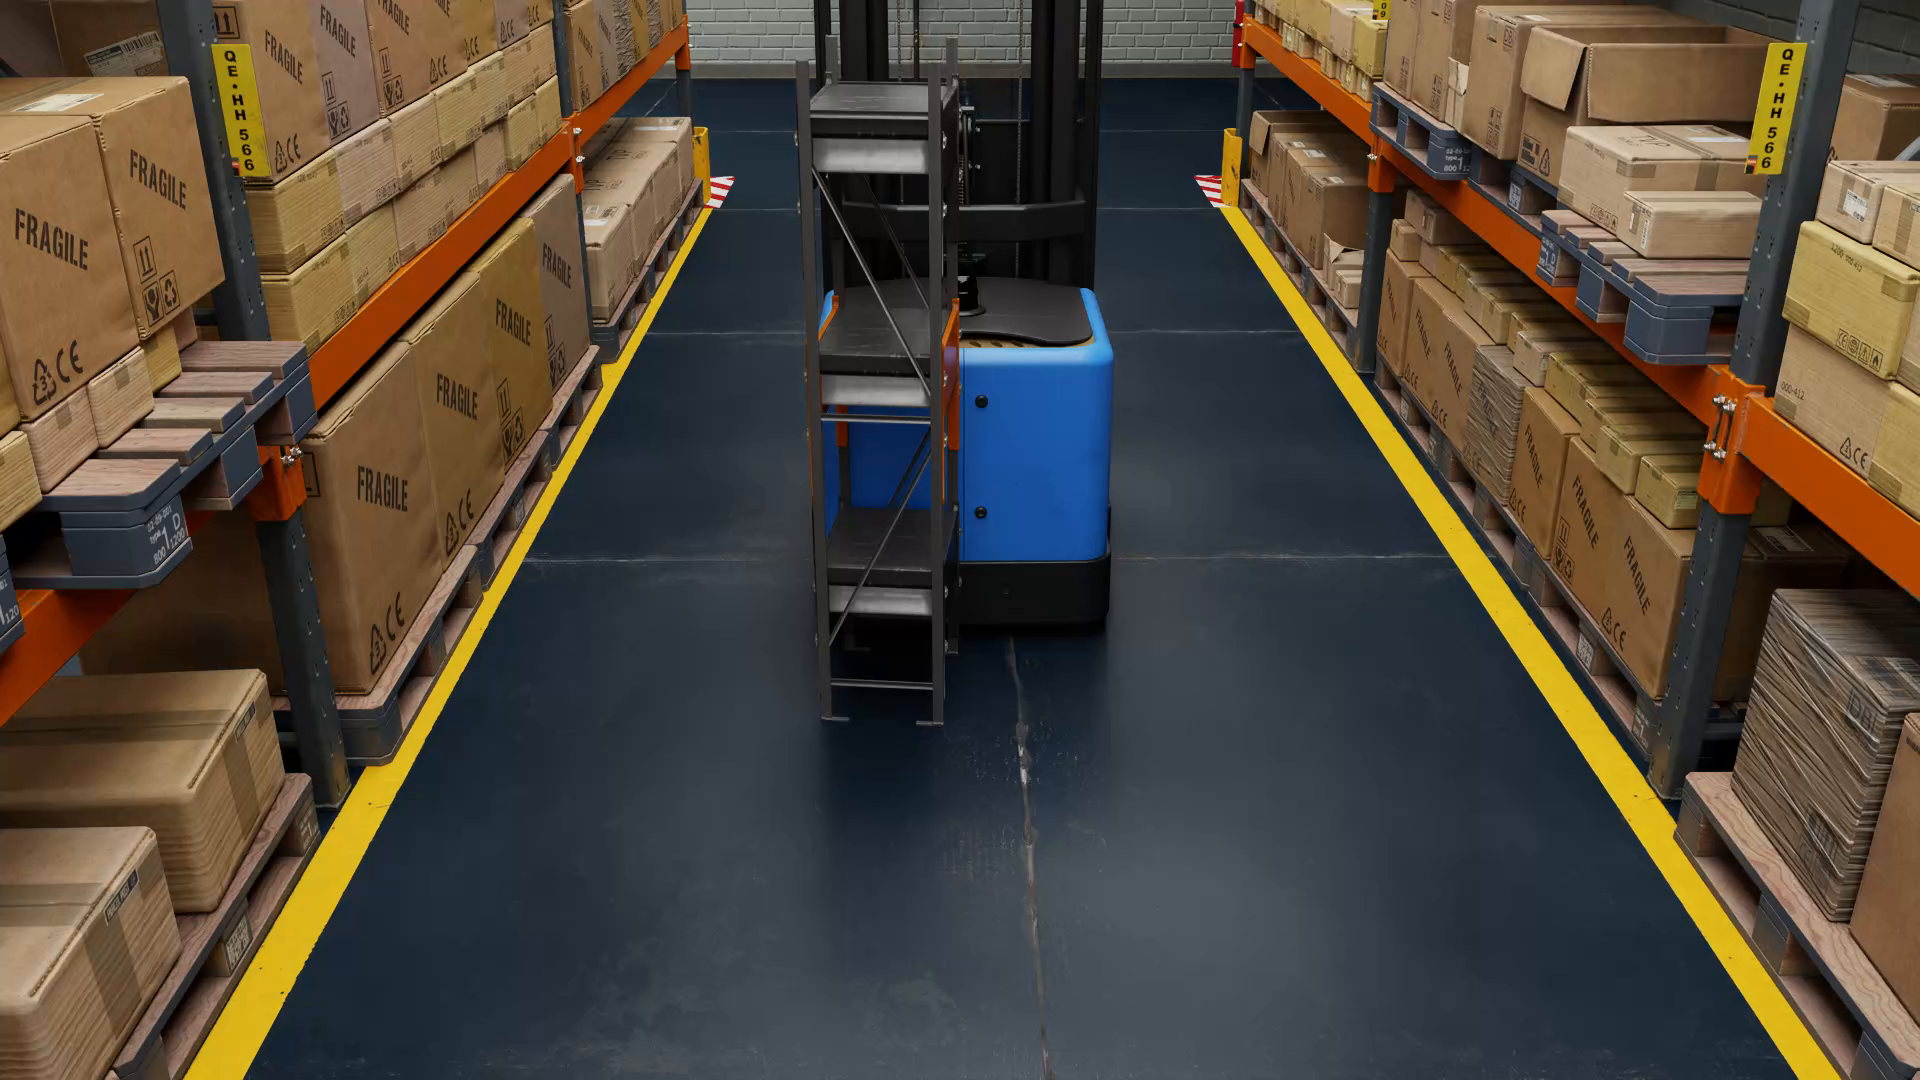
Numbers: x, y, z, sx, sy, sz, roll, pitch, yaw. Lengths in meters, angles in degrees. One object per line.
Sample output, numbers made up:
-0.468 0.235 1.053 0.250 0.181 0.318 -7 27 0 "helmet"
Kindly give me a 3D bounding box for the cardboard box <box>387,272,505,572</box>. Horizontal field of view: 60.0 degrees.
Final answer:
-2.284 -0.456 6.187 0.875 0.875 0.875 0 24 0 "cardboard box"

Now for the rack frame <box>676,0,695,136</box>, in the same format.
-2.441 -3.877 11.682 1.000 3.000 0.127 0 24 -1 "rack frame"

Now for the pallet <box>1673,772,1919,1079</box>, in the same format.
2.580 1.006 4.270 1.003 0.211 1.213 0 24 -1 "pallet"

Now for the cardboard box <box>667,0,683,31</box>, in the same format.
-2.171 -3.725 11.224 0.500 0.500 0.500 0 24 0 "cardboard box"

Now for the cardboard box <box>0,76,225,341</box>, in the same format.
-2.071 -0.767 3.813 0.500 0.500 0.500 -1 24 -2 "cardboard box"

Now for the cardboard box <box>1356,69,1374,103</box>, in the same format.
2.286 -2.375 8.667 0.380 0.149 0.250 0 24 1 "cardboard box"

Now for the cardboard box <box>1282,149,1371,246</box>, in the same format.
2.311 -2.130 10.343 0.500 0.500 0.500 0 24 0 "cardboard box"

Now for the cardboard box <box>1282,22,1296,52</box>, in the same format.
2.216 -3.118 10.310 0.380 0.149 0.250 -1 24 -2 "cardboard box"

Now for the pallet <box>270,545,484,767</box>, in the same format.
-2.287 0.365 5.687 1.003 0.211 1.213 0 24 -1 "pallet"

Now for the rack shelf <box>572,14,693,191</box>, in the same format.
-2.419 -2.725 10.008 1.077 0.370 4.000 0 24 -1 "rack shelf"

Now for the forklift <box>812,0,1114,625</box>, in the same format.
-0.010 -1.595 6.720 1.130 2.935 3.031 0 24 -1 "forklift"

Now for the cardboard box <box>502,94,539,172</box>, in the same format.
-2.136 -1.767 7.198 0.500 0.250 0.500 -1 24 -1 "cardboard box"

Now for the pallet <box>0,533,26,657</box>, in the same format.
-2.291 0.323 2.629 1.003 0.211 1.213 0 24 -1 "pallet"

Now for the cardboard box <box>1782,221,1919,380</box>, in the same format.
2.345 -0.580 3.967 0.500 0.250 0.500 0 24 -1 "cardboard box"

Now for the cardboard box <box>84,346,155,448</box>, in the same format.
-1.992 -0.309 3.589 0.380 0.149 0.250 0 24 -1 "cardboard box"

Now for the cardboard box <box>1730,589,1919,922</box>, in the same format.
2.603 0.544 4.280 0.875 0.625 0.625 1 24 1 "cardboard box"

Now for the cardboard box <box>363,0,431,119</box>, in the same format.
-2.120 -1.703 5.542 0.500 0.500 0.500 0 24 1 "cardboard box"

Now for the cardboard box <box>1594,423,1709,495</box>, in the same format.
2.317 -0.267 5.437 0.380 0.149 0.250 -1 24 -3 "cardboard box"

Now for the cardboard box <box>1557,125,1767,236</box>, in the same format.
2.275 -1.160 5.348 0.500 0.250 0.500 -1 24 -3 "cardboard box"

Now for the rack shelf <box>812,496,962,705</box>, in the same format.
-0.230 0.191 5.510 0.431 0.518 0.480 2 24 5 "rack shelf"

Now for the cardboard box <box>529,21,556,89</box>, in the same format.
-2.149 -2.207 7.566 0.500 0.250 0.500 0 24 -1 "cardboard box"

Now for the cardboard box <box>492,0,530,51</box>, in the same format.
-2.128 -2.334 6.935 0.500 0.500 0.500 0 24 0 "cardboard box"

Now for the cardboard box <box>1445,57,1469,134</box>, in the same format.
2.198 -1.808 6.762 0.396 0.266 0.258 1 24 2 "cardboard box"

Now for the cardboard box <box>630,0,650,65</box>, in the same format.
-2.146 -3.093 9.828 0.500 0.500 0.500 0 24 1 "cardboard box"

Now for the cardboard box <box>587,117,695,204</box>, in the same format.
-2.334 -2.629 11.523 0.875 0.438 0.875 -1 24 -2 "cardboard box"

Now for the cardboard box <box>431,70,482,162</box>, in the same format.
-2.102 -1.577 6.172 0.500 0.250 0.500 0 24 0 "cardboard box"

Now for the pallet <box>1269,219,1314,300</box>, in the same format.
2.543 -1.769 10.405 1.003 0.211 1.213 0 24 -1 "pallet"

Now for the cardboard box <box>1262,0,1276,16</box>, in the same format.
2.264 -3.572 10.829 0.500 0.250 0.500 0 24 0 "cardboard box"

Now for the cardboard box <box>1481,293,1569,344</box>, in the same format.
2.381 -0.914 6.867 0.380 0.149 0.250 1 24 1 "cardboard box"

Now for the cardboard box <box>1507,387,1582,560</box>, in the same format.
2.387 -0.252 6.190 0.500 0.500 0.500 1 24 2 "cardboard box"

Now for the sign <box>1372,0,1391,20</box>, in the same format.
2.024 -2.641 7.899 0.100 0.325 0.005 0 24 -1 "sign"

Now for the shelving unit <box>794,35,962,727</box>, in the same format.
-0.230 -0.459 5.216 0.431 2.100 0.503 2 24 5 "shelving unit"

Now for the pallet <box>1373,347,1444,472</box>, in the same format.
2.613 -0.647 7.924 1.003 0.211 1.213 0 24 -1 "pallet"

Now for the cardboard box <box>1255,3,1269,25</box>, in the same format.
2.252 -3.650 11.484 0.380 0.149 0.250 0 24 -1 "cardboard box"

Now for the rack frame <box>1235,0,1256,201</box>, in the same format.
2.523 -3.901 11.735 1.000 3.000 0.127 0 24 -1 "rack frame"

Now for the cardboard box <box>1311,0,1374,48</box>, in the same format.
2.304 -2.940 9.432 0.500 0.250 0.500 0 24 -1 "cardboard box"

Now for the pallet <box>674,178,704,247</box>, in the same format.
-2.354 -2.277 11.529 1.003 0.211 1.213 0 24 -1 "pallet"

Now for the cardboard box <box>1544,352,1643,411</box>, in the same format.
2.398 -0.587 6.145 0.380 0.149 0.250 -1 24 -1 "cardboard box"

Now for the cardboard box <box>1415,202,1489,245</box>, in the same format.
2.355 -1.480 7.758 0.380 0.149 0.250 -1 24 -3 "cardboard box"

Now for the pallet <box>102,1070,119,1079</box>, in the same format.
-2.336 1.514 3.147 1.003 0.211 1.213 0 24 -1 "pallet"

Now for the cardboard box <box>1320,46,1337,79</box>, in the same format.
2.252 -2.696 9.375 0.380 0.149 0.250 -1 24 -1 "cardboard box"

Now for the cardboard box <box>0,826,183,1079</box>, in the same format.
-2.341 0.963 3.661 0.950 0.372 0.625 -1 24 -2 "cardboard box"

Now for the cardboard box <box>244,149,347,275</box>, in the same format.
-2.112 -0.950 4.785 0.500 0.250 0.500 0 24 -1 "cardboard box"

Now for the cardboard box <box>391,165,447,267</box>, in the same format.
-2.130 -1.142 5.818 0.500 0.250 0.500 1 24 1 "cardboard box"

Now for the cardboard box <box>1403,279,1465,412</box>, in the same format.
2.362 -0.885 7.591 0.500 0.500 0.500 -1 24 -1 "cardboard box"

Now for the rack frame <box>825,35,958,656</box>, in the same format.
-0.207 -0.559 5.438 0.400 2.100 0.015 2 24 5 "rack frame"

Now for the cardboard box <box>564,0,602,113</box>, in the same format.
-2.140 -2.469 8.447 0.500 0.500 0.500 1 24 1 "cardboard box"

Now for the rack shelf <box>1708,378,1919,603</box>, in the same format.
2.632 0.548 2.772 1.077 0.370 4.000 0 24 -1 "rack shelf"

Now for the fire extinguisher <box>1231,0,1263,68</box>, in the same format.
2.059 -3.754 11.957 0.296 0.674 0.183 0 24 -1 "fire extinguisher"

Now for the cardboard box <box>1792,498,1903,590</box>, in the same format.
2.885 0.168 5.261 0.500 0.500 0.500 1 24 1 "cardboard box"

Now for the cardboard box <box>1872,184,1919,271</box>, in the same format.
2.323 -0.703 3.755 0.380 0.149 0.250 0 24 1 "cardboard box"

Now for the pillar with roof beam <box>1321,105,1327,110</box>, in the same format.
-0.910 -7.730 12.921 9.100 9.000 0.400 0 24 -1 "pillar with roof beam"

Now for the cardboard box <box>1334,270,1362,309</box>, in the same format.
2.266 -1.373 9.096 0.380 0.149 0.250 -1 24 -2 "cardboard box"

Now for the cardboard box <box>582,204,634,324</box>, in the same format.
-2.297 -1.512 9.052 0.875 0.438 0.875 -1 24 -1 "cardboard box"

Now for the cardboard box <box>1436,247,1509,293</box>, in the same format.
2.399 -1.232 7.570 0.380 0.149 0.250 -1 24 -3 "cardboard box"
